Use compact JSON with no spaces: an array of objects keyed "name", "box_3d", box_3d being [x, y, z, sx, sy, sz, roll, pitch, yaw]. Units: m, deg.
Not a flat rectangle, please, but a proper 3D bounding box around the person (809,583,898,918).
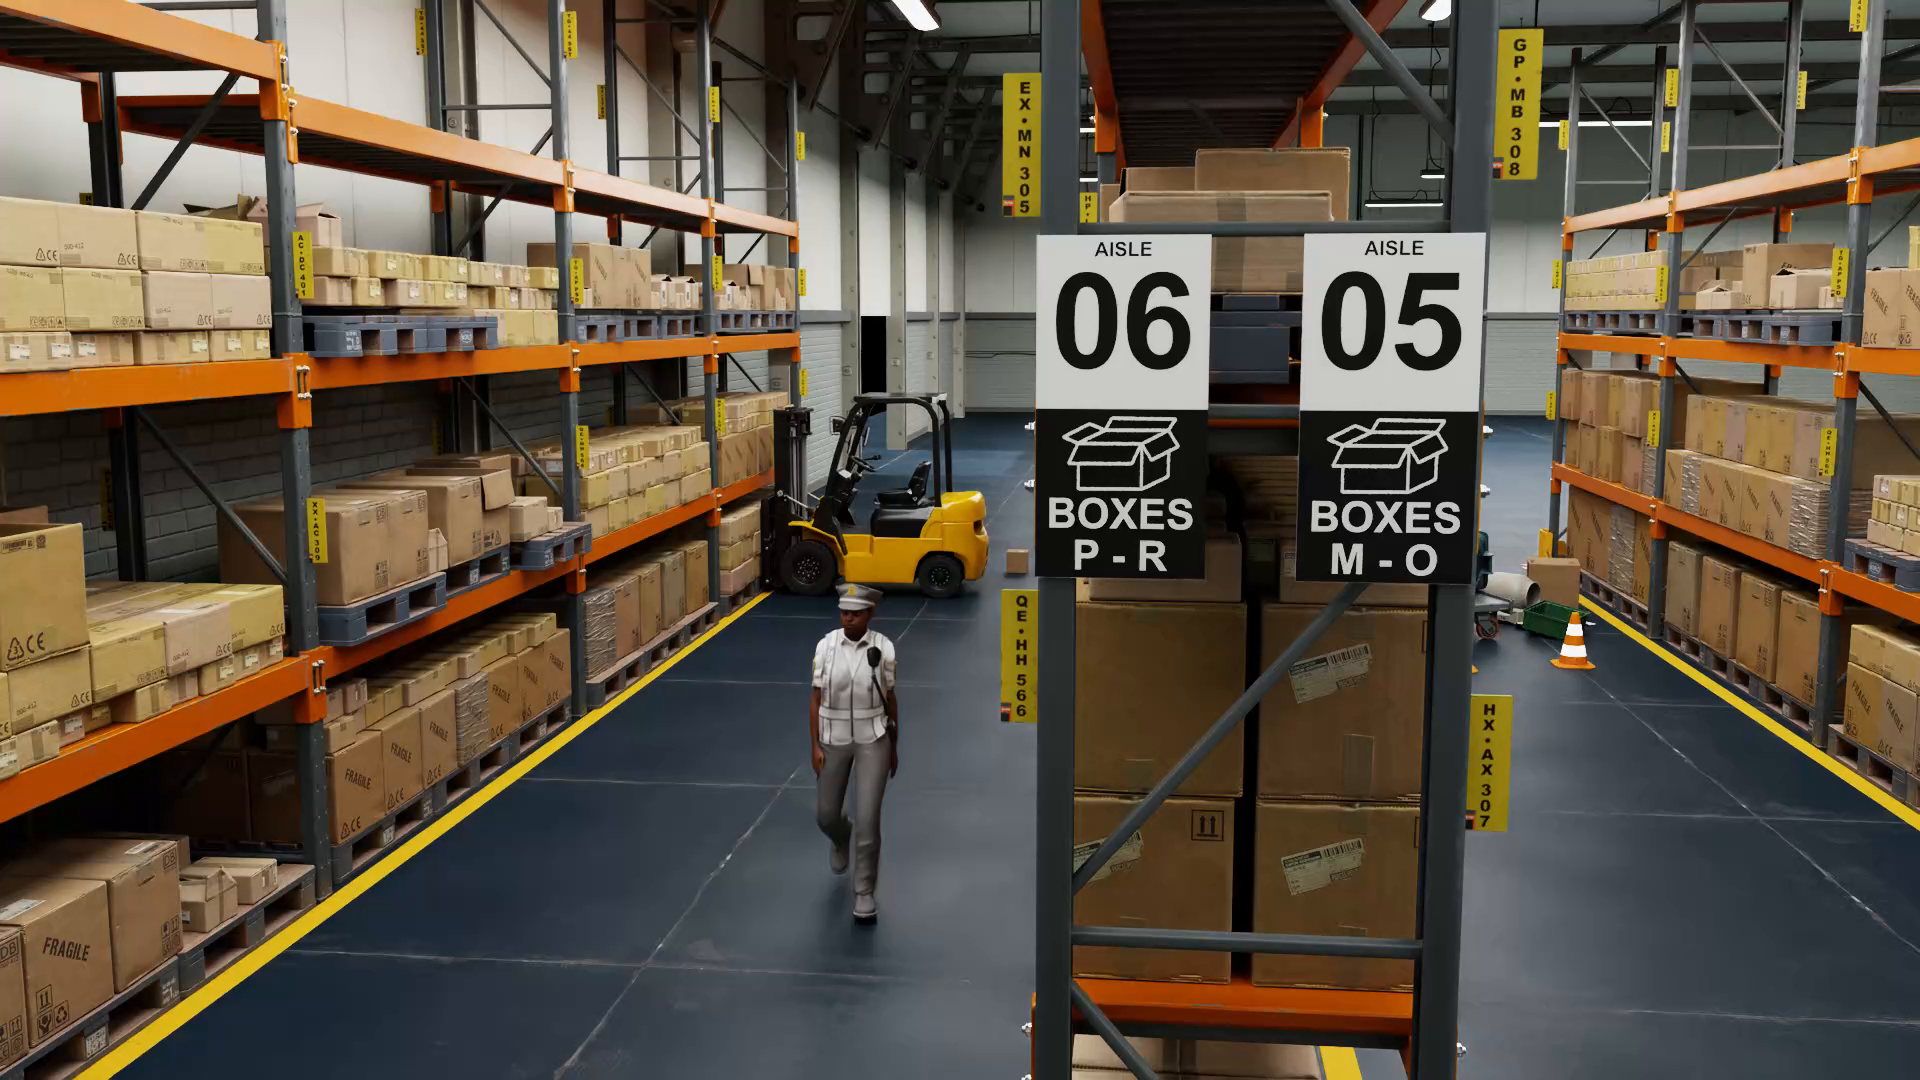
[{"name":"person","box_3d":[-0.538,1.024,8.537,0.450,1.661,0.749,1,8,4]}]
